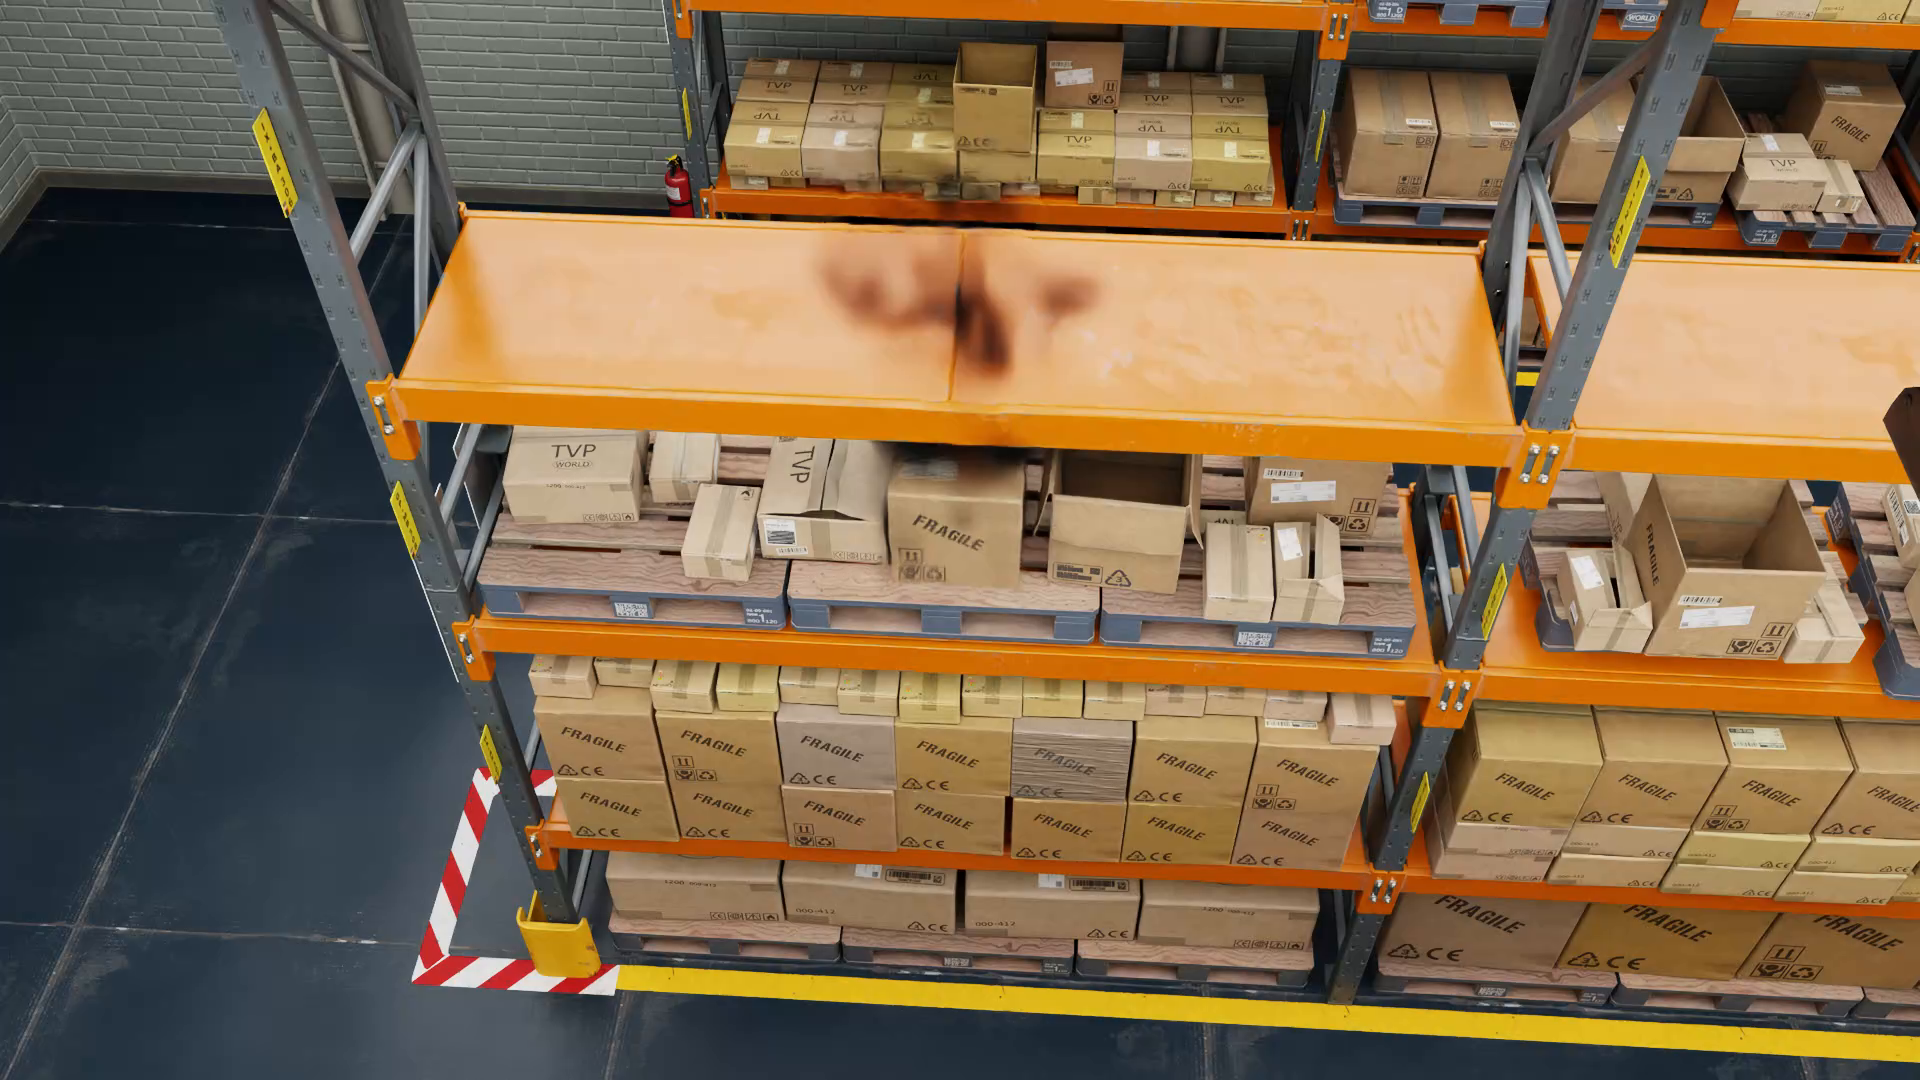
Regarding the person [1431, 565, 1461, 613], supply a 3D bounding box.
[{"bbox_3d":[3.165,0.248,9.331,0.970,1.610,0.565,3,48,3],"label":"person"}]
